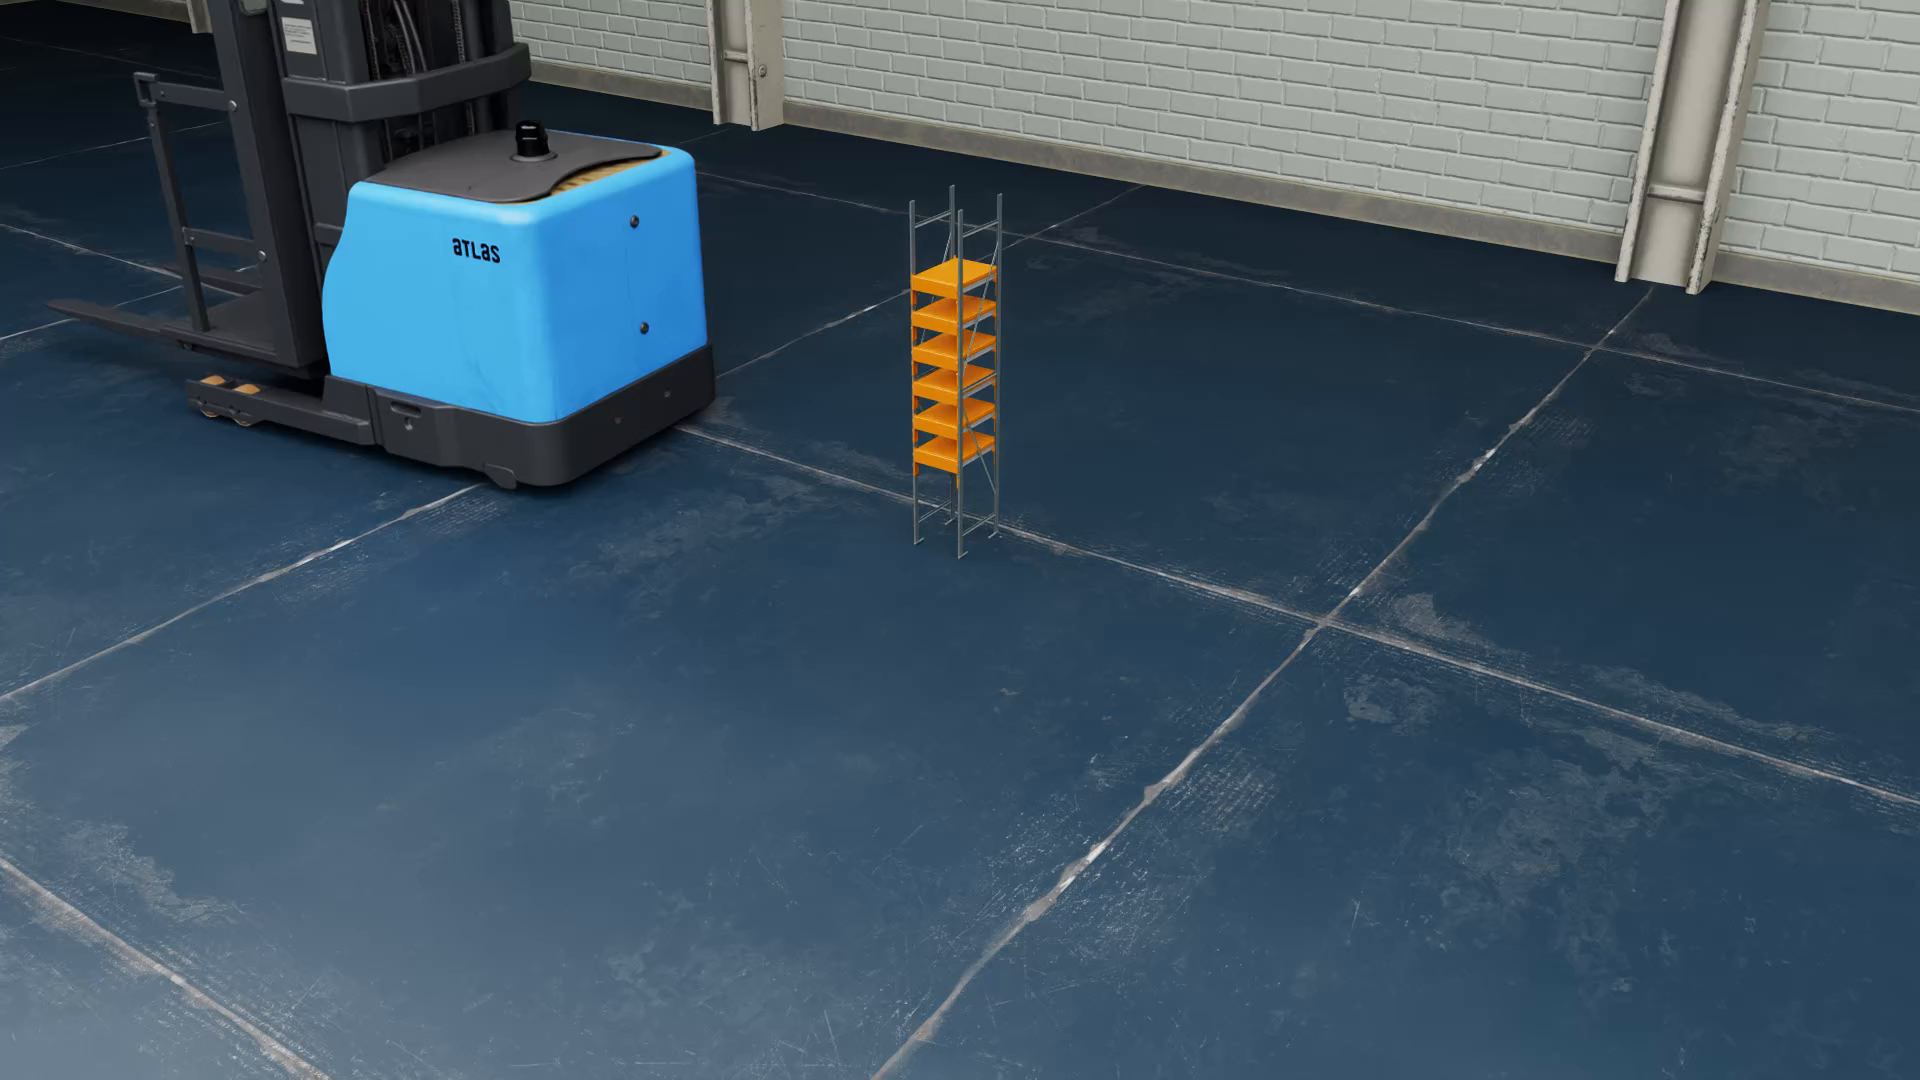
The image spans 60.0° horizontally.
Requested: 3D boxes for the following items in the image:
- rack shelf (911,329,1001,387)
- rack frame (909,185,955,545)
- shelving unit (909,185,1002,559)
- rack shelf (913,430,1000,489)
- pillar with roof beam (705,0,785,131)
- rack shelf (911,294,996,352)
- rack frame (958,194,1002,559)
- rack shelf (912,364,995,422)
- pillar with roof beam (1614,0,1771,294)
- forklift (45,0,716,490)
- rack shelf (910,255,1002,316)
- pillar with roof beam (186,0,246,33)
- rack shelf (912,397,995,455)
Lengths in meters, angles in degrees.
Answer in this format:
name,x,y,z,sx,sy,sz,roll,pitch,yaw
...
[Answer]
name,x,y,z,sx,sy,sz,roll,pitch,yaw
rack shelf,-0.012,-0.606,5.451,0.180,0.103,0.258,17,32,30
rack frame,-0.087,-0.562,5.531,0.006,1.200,0.240,17,32,30
shelving unit,-0.012,-0.538,5.485,0.189,1.200,0.258,17,32,30
rack shelf,-0.012,-0.285,5.614,0.180,0.103,0.258,17,32,30
pillar with roof beam,-3.869,-5.245,6.134,0.400,9.000,9.100,17,32,30
rack shelf,-0.012,-0.713,5.396,0.180,0.103,0.258,17,32,30
rack frame,0.063,-0.515,5.439,0.006,1.200,0.240,17,32,30
rack shelf,-0.012,-0.499,5.505,0.180,0.103,0.258,17,32,30
pillar with roof beam,1.077,-3.704,3.106,0.400,9.000,9.100,17,32,30
forklift,-2.531,-1.953,6.357,3.031,2.935,1.130,14,30,25
rack shelf,-0.012,-0.820,5.342,0.180,0.103,0.258,17,32,30
pillar with roof beam,-8.815,-6.785,9.161,0.400,9.000,9.100,17,32,30
rack shelf,-0.012,-0.392,5.560,0.180,0.103,0.258,17,32,30
